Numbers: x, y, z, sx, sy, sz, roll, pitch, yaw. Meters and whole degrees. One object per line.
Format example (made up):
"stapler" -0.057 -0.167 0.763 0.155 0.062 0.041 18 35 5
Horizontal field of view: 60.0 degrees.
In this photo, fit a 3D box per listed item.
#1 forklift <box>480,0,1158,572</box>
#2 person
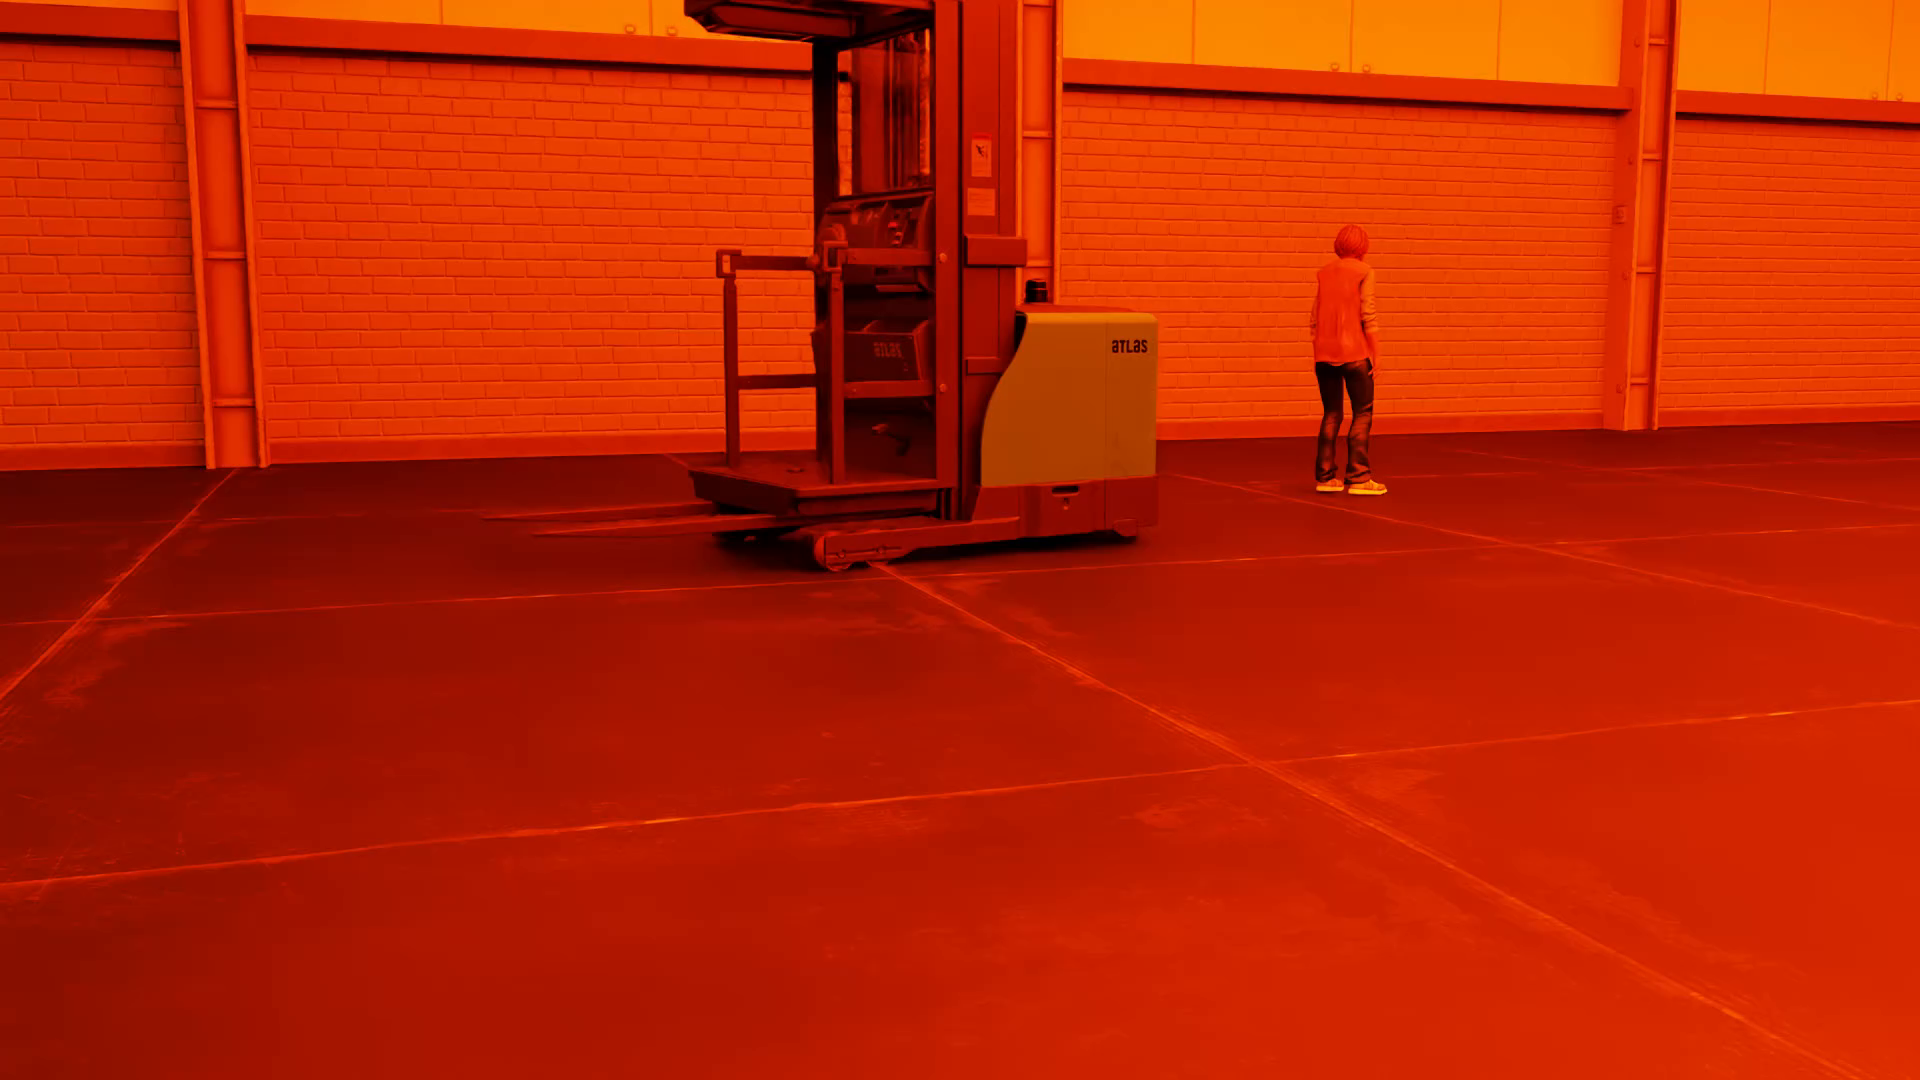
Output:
"forklift" -0.566 -1.401 7.348 3.031 2.935 1.130 -5 9 -33
"person" 2.289 -1.068 9.873 0.348 1.592 0.466 -7 10 -42
